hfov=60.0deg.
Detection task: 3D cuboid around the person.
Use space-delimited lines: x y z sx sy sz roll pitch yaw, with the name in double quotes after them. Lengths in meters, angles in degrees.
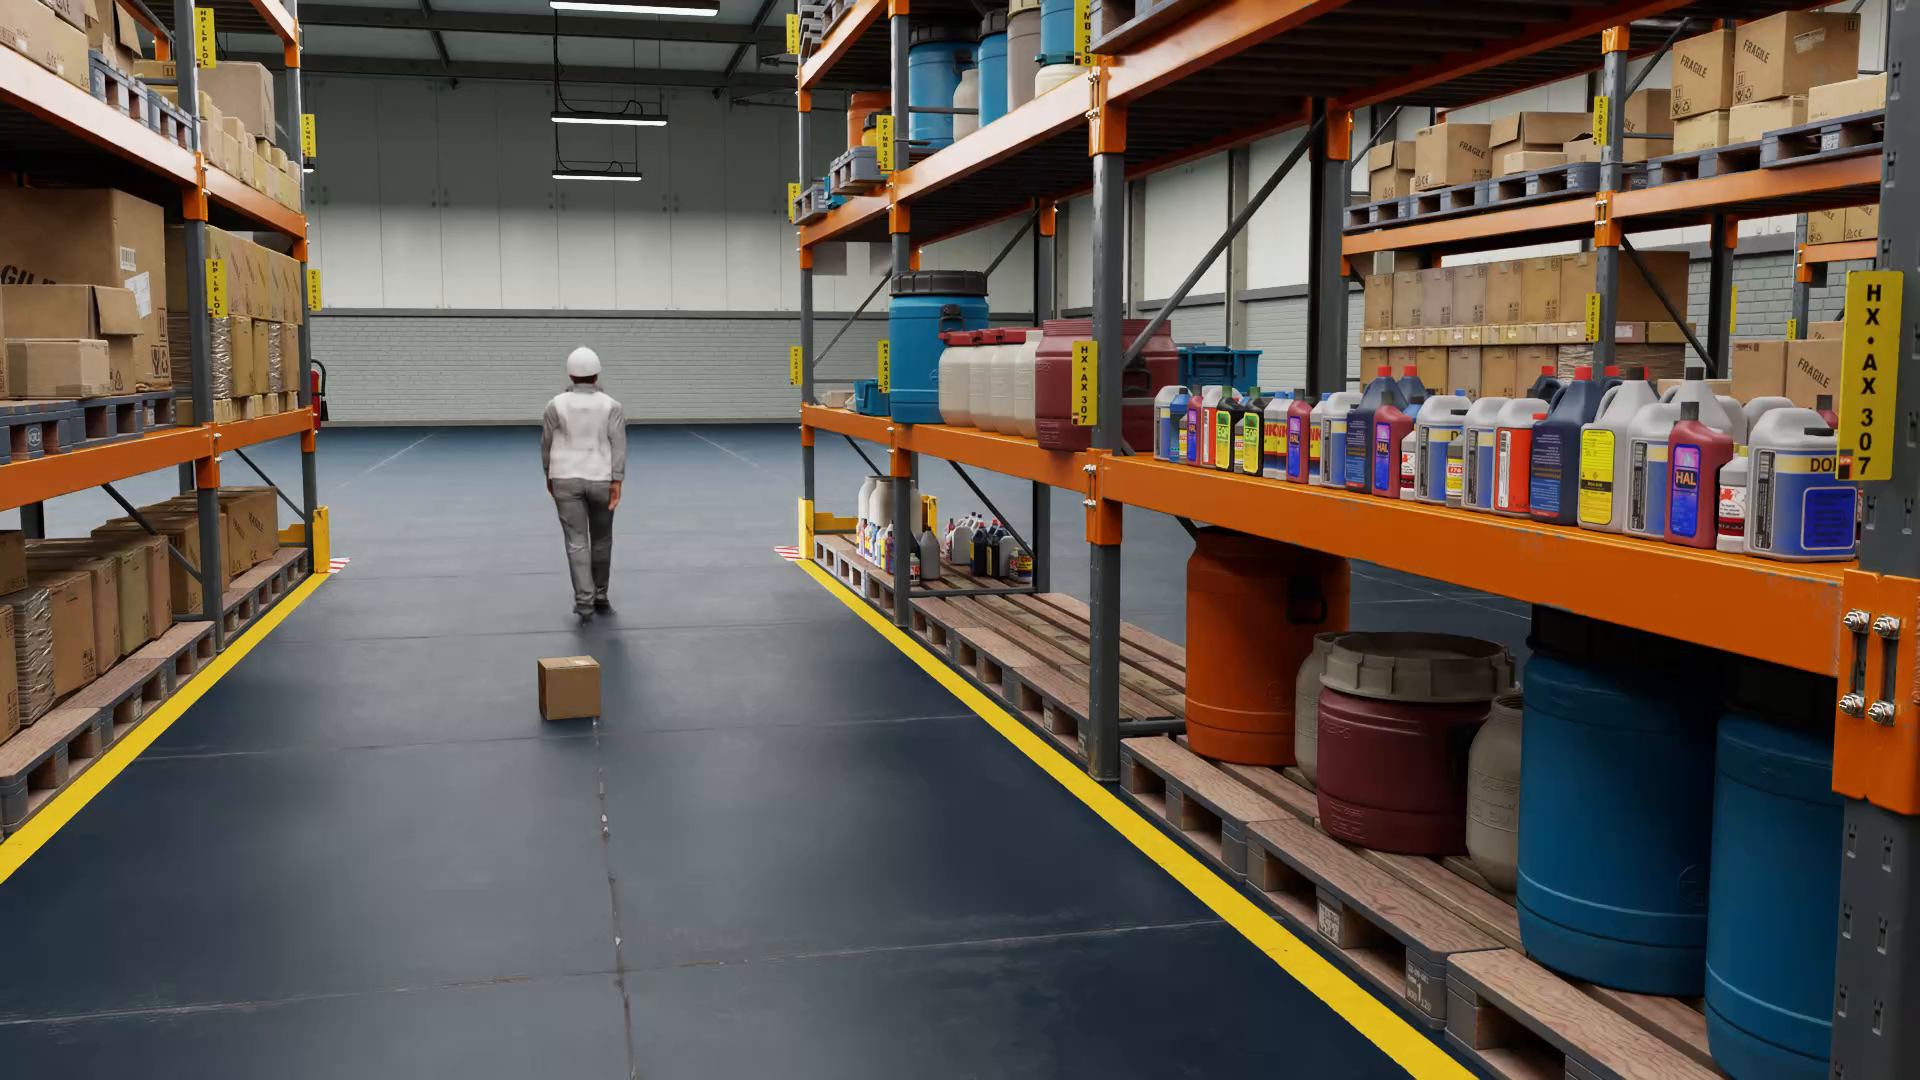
-2.506 -0.407 11.030 0.536 1.730 0.950 -2 6 -19 "person"
